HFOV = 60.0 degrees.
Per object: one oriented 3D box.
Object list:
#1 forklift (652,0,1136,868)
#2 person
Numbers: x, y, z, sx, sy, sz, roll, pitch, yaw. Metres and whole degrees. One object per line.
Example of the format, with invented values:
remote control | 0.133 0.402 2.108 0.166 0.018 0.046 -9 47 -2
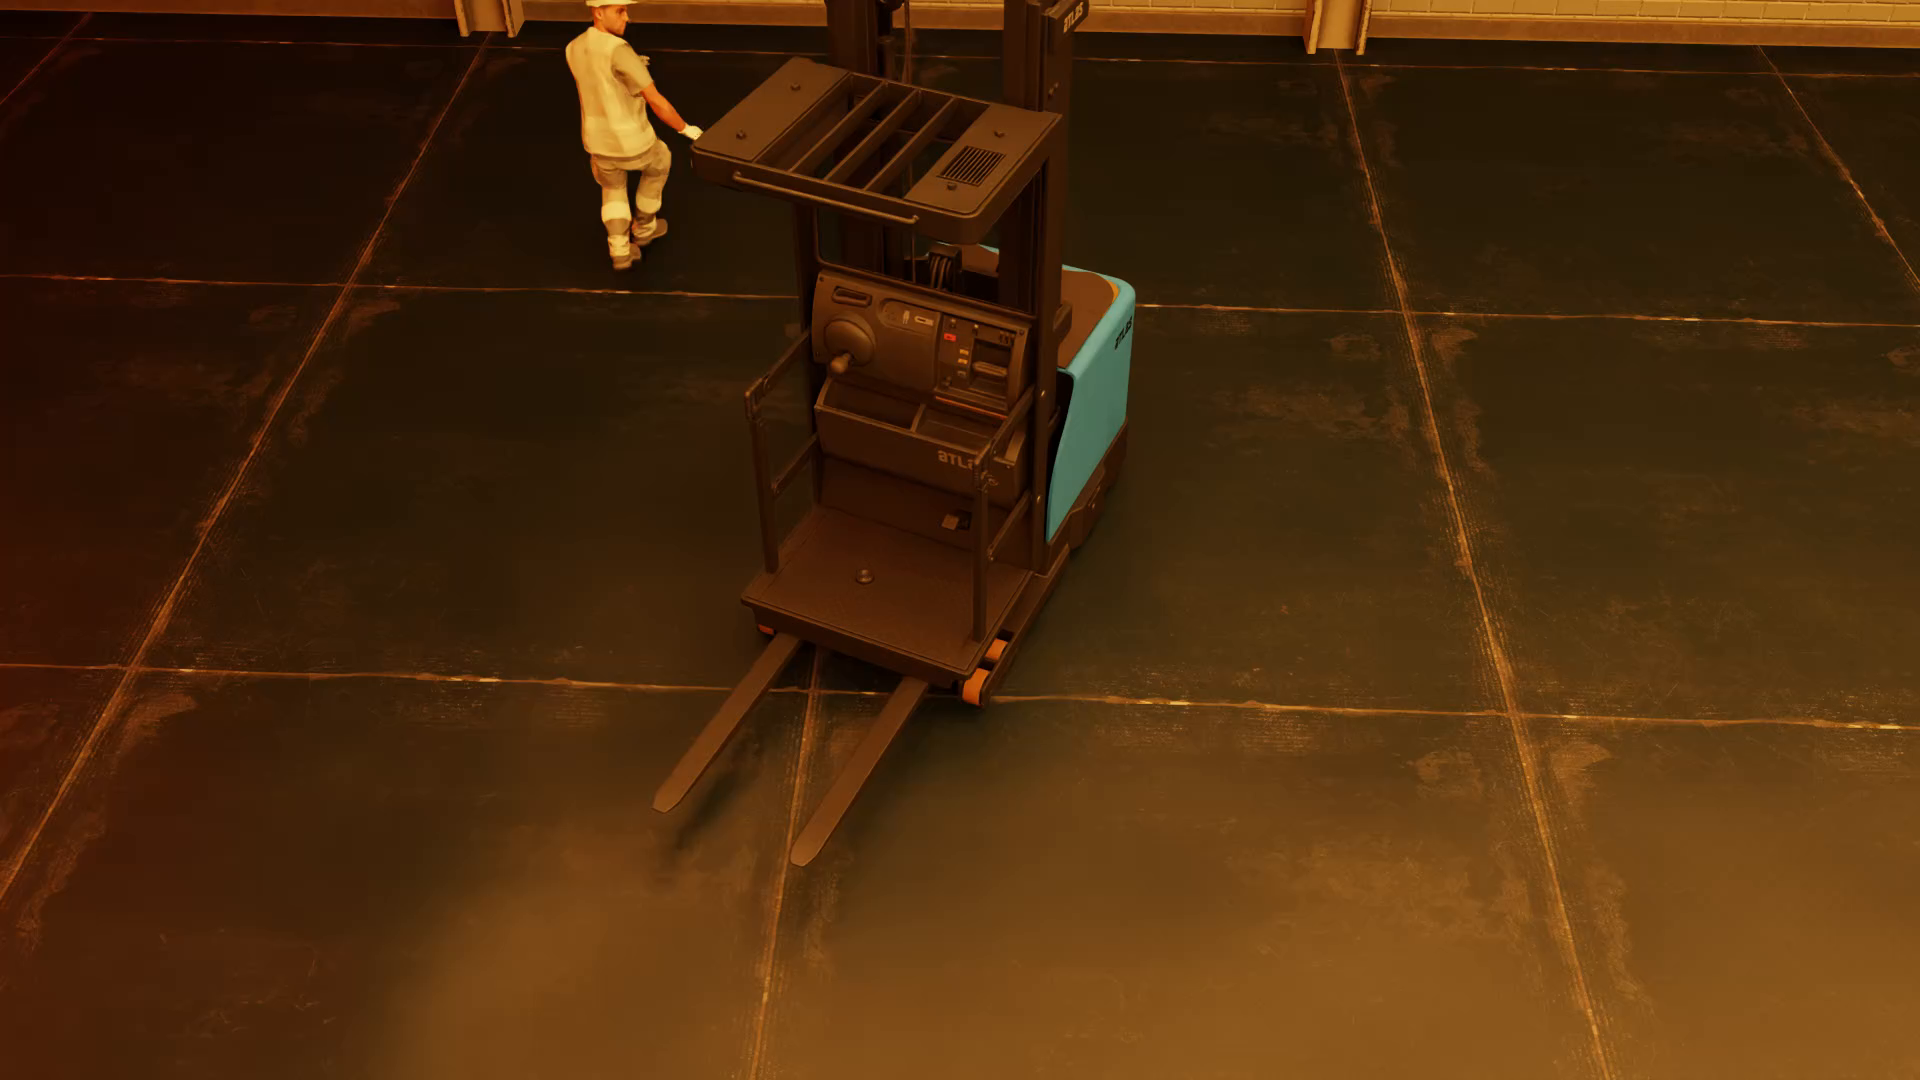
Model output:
forklift | -0.257 -0.709 6.519 1.130 2.935 3.031 17 45 18
person | -1.745 -2.300 9.223 0.894 1.643 0.855 14 44 15
